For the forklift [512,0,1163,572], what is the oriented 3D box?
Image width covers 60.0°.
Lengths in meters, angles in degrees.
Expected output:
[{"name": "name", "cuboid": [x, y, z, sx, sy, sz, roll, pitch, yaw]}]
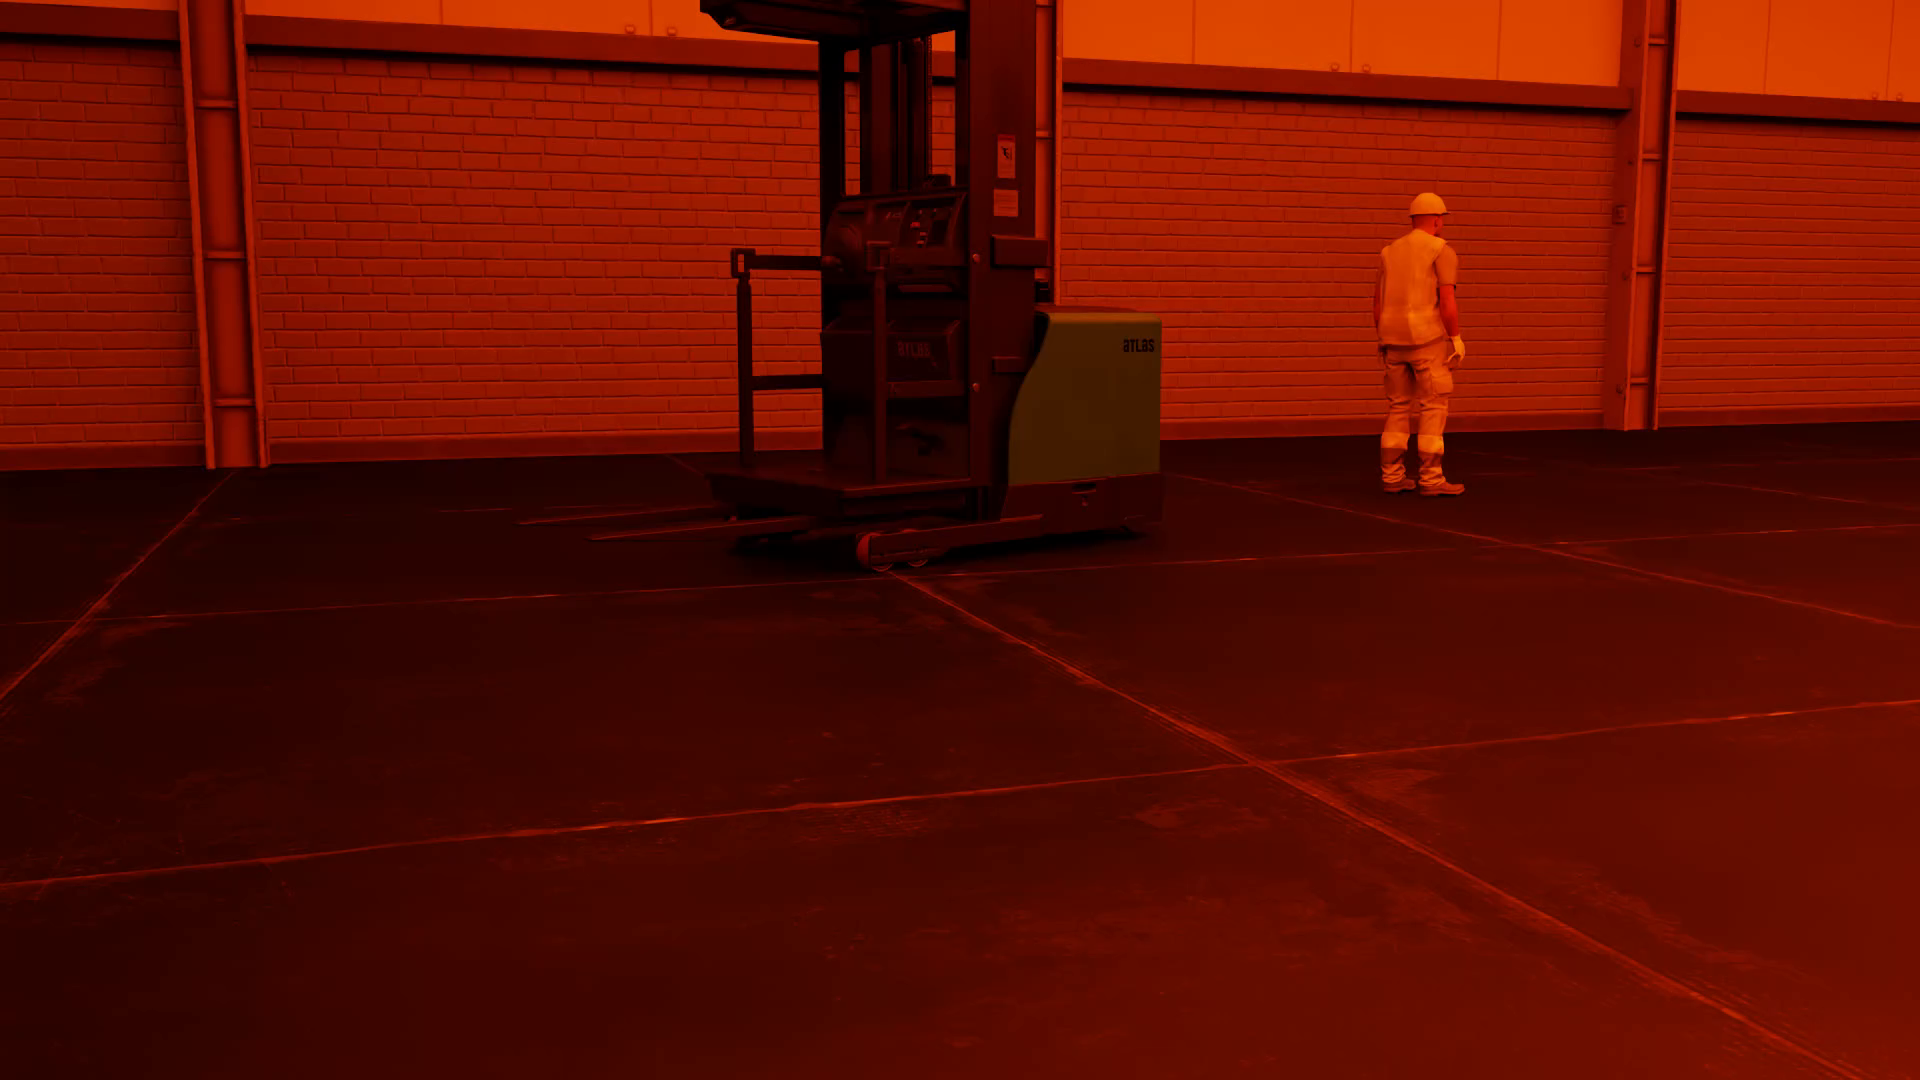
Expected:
[{"name": "forklift", "cuboid": [-0.461, -1.399, 7.333, 3.031, 2.935, 1.130, -7, 10, -40]}]

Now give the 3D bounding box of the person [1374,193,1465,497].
[{"name": "person", "cuboid": [2.727, -1.162, 9.877, 0.453, 1.779, 0.608, -6, 10, -36]}]
